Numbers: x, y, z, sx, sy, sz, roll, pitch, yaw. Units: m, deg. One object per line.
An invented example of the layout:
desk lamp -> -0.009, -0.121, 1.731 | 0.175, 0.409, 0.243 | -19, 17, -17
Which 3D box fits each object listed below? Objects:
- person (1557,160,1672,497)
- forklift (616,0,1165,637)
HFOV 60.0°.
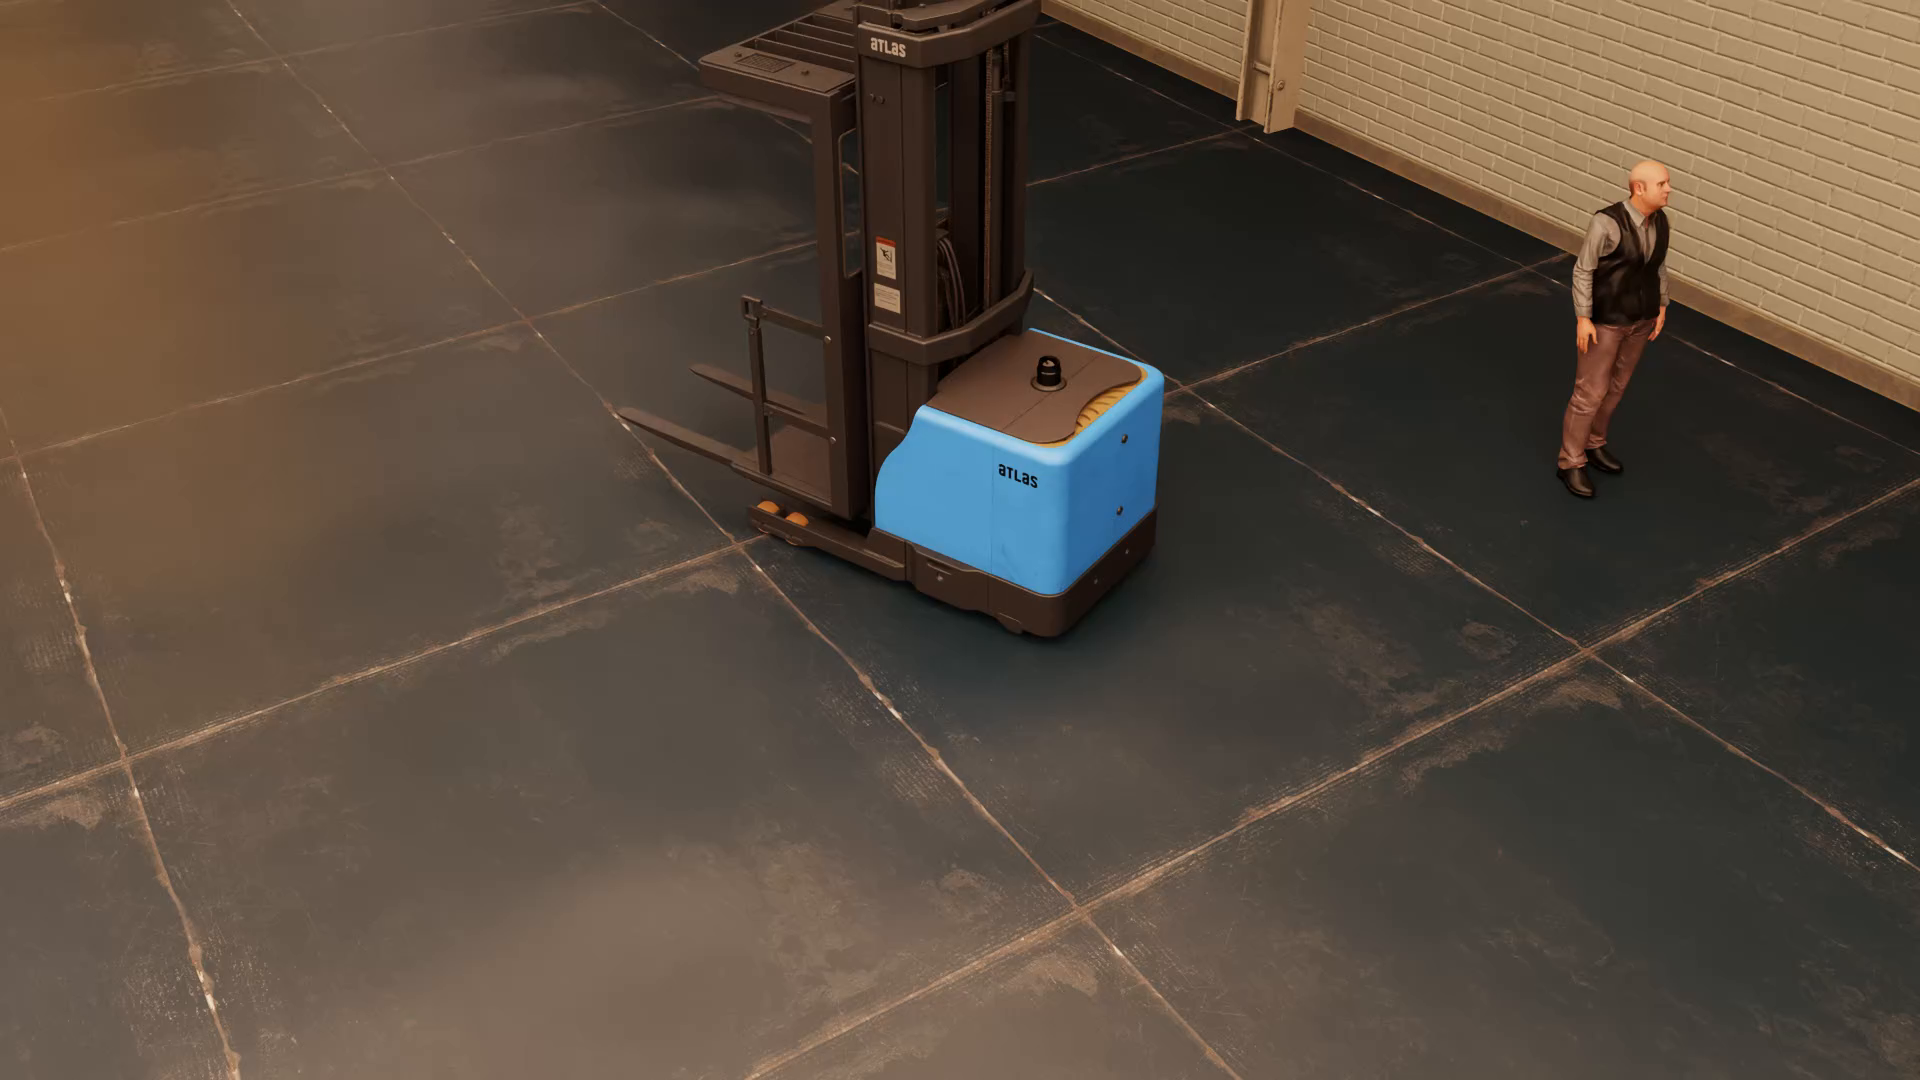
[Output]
person -> 3.522, -1.134, 8.801 | 0.630, 1.720, 0.570 | -16, 38, -21
forklift -> -0.500, -1.399, 8.138 | 3.031, 2.935, 1.130 | 22, 41, 28
